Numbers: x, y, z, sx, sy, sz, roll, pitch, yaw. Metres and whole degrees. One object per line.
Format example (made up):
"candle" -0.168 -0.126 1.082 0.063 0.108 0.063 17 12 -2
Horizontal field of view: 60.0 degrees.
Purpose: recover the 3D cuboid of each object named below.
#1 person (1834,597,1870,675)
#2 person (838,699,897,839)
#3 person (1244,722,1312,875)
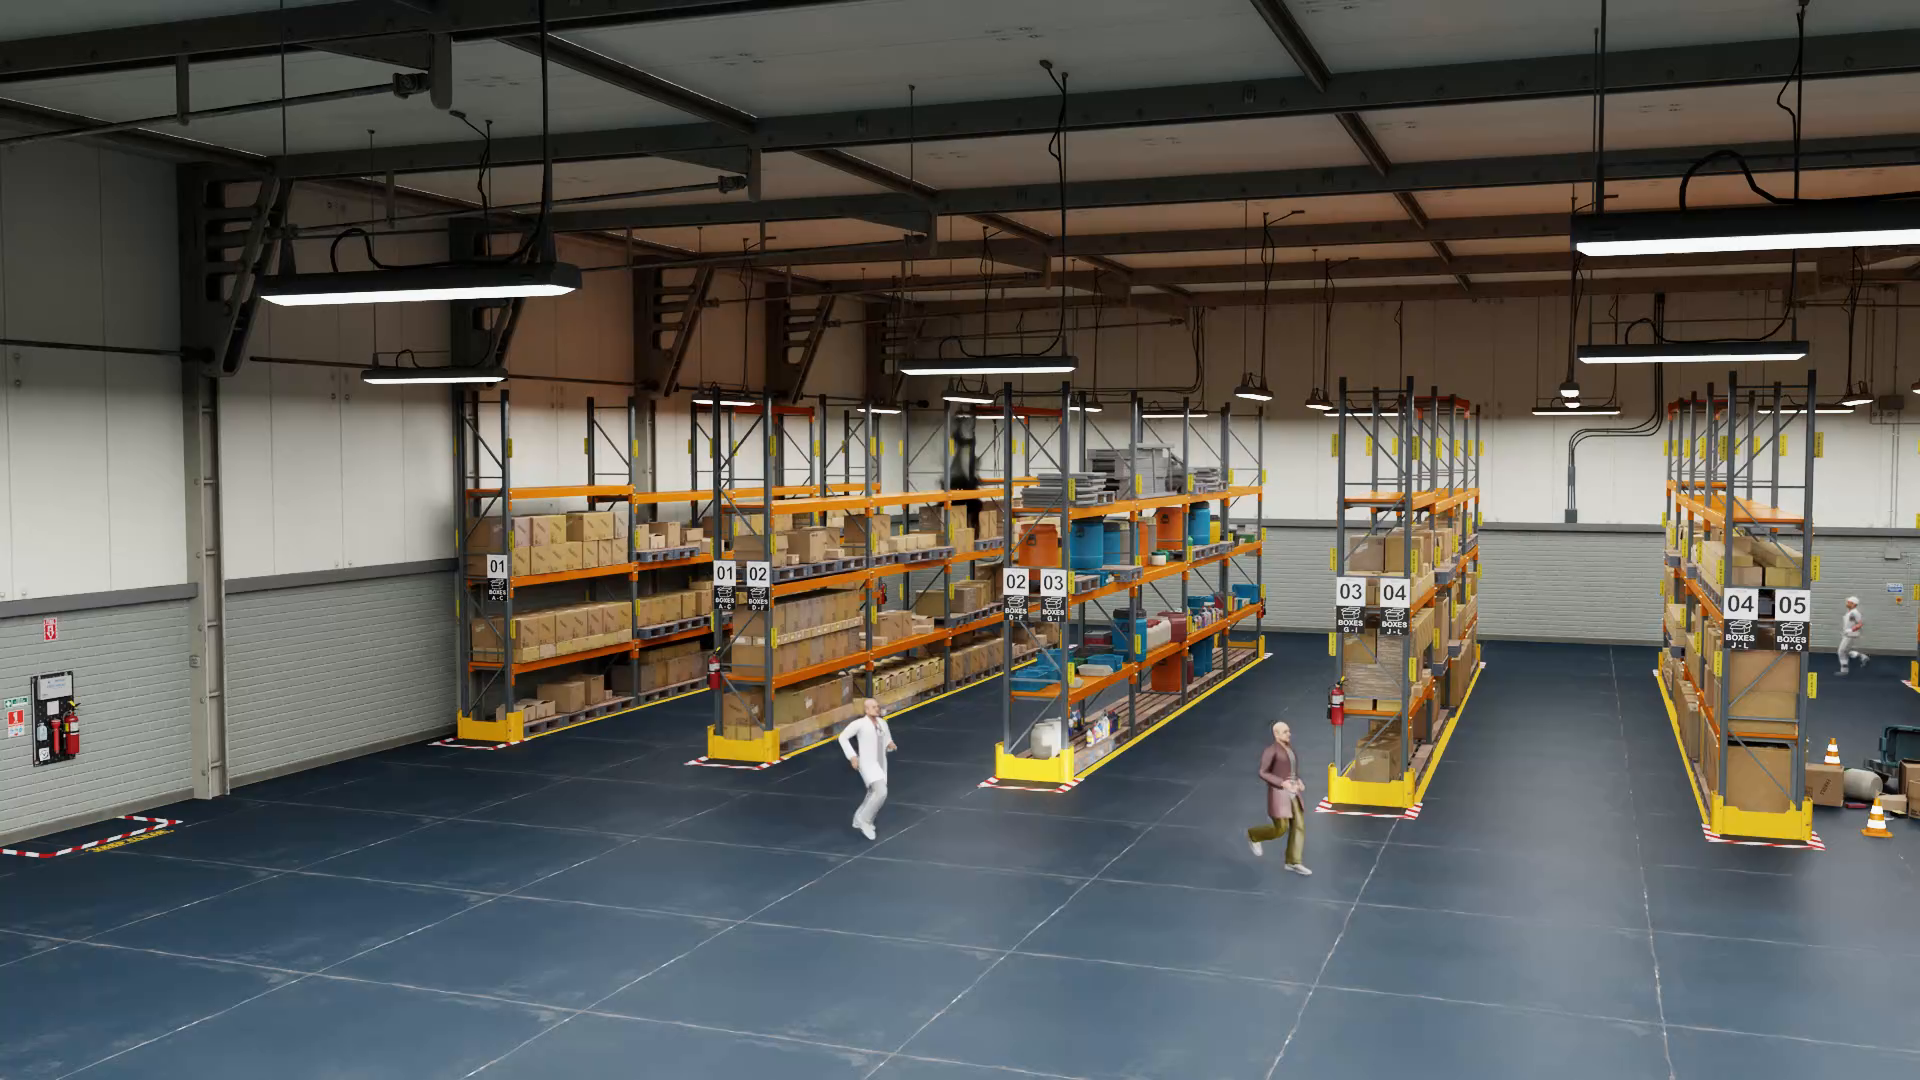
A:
"person" 19.674 2.125 36.613 0.714 1.758 0.657 1 3 19
"person" -1.121 2.940 21.412 0.762 1.790 0.675 2 4 37
"person" 3.805 3.040 19.754 0.711 1.764 0.923 -3 4 -42
